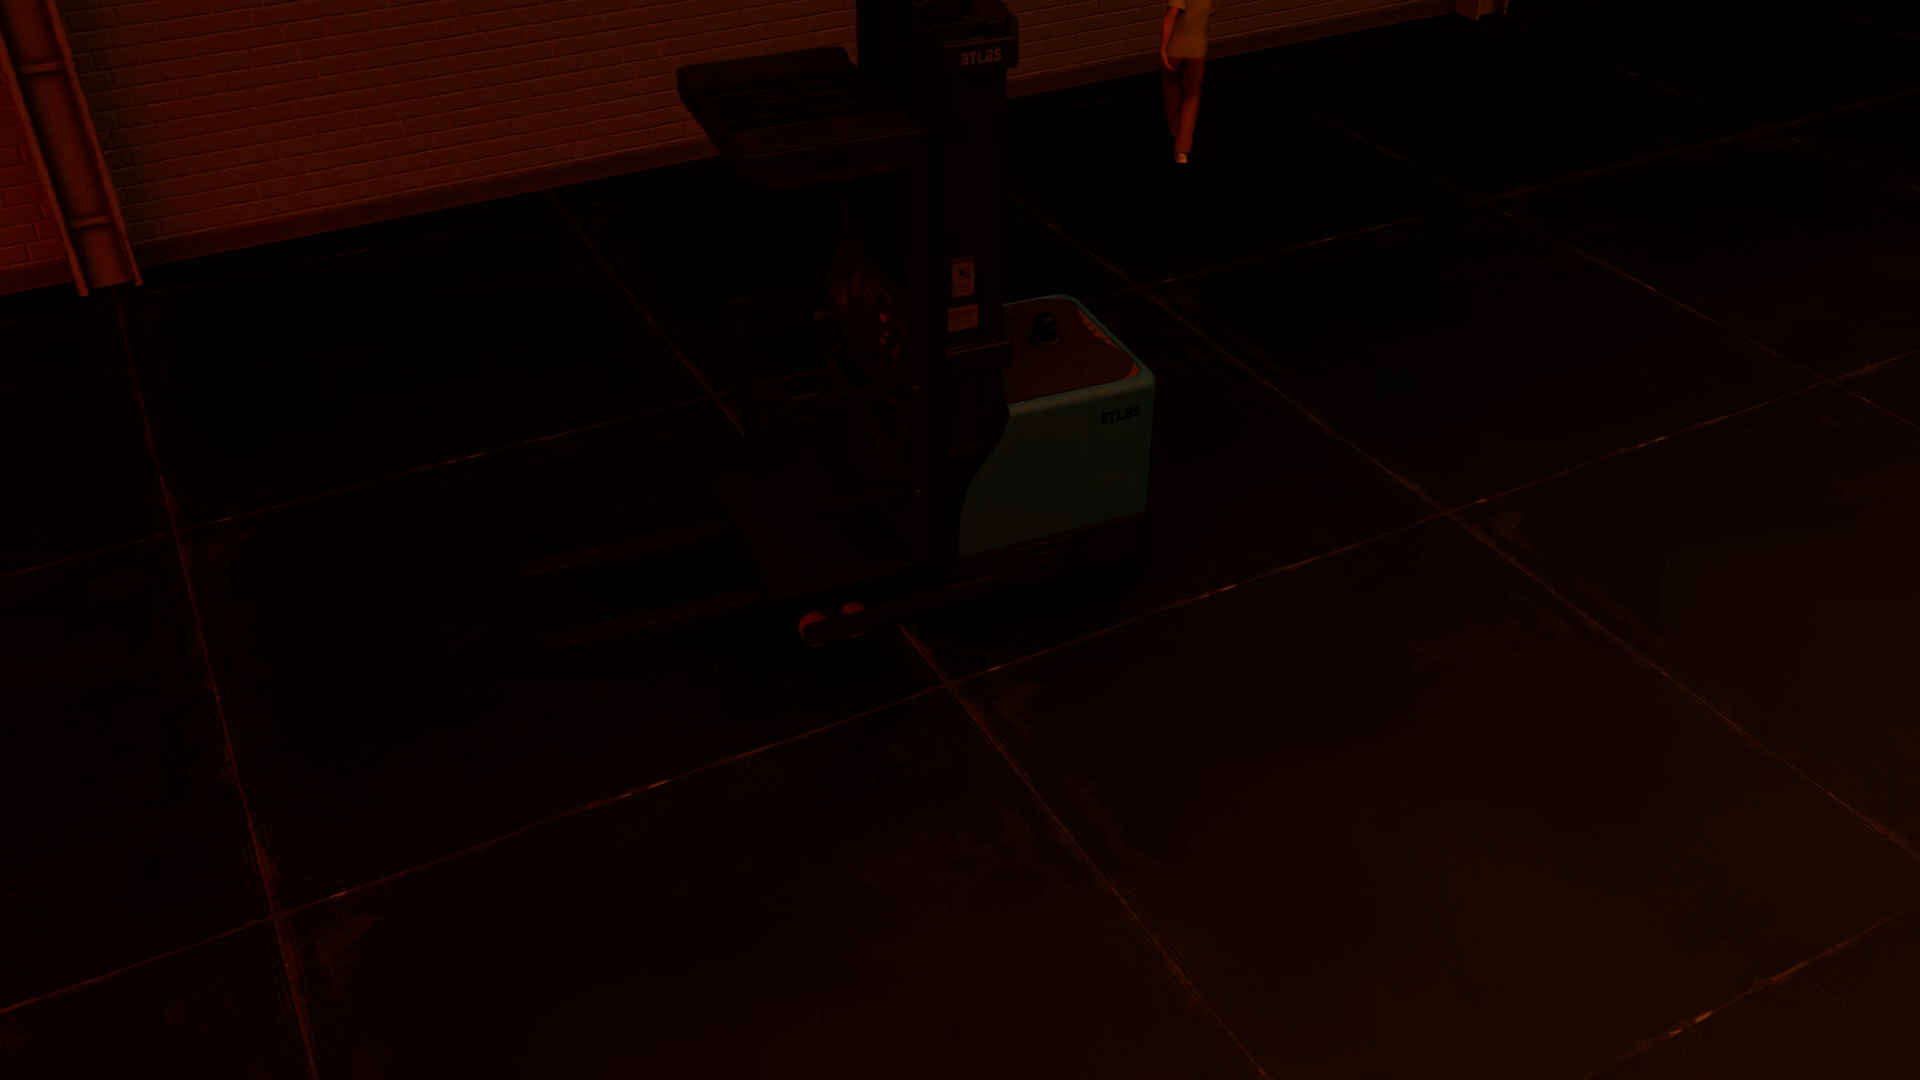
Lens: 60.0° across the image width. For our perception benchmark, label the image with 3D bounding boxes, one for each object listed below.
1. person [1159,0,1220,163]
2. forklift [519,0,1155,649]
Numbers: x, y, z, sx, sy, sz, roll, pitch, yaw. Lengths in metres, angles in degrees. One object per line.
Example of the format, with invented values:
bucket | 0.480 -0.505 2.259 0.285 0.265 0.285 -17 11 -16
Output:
person | 1.697 -3.688 12.517 0.475 1.615 0.917 0 35 0
forklift | -0.617 -1.035 7.587 3.031 2.935 1.130 -13 37 -18
